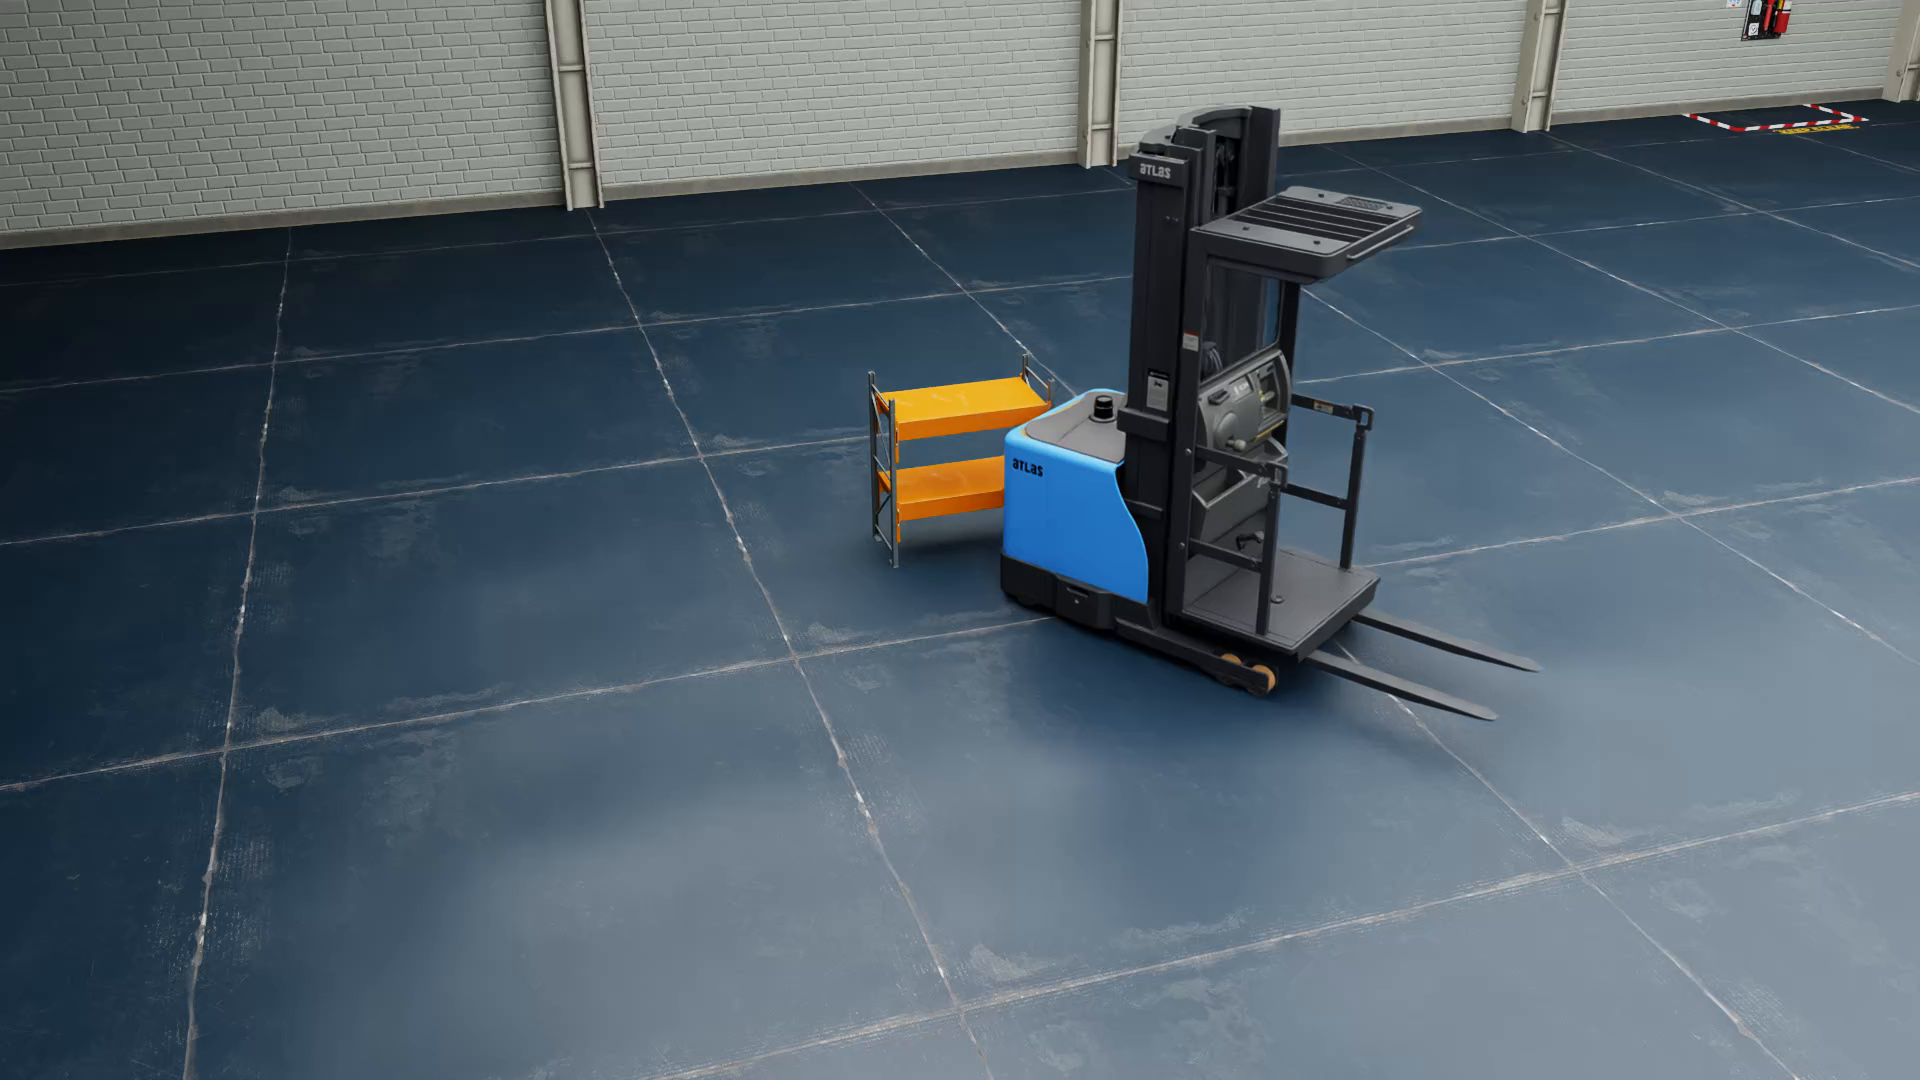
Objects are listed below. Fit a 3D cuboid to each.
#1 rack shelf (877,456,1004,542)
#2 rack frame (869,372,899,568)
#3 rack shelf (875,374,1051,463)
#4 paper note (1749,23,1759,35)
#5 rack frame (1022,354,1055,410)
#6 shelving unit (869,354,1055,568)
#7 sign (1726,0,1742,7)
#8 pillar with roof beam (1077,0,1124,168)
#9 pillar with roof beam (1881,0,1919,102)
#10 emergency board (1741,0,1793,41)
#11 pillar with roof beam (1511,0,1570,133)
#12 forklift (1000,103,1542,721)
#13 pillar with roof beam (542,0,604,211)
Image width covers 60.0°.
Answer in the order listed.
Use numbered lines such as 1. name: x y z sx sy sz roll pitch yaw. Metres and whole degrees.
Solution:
1. rack shelf: 0.006 -0.286 10.610 1.000 0.278 0.538 -8 28 -16
2. rack frame: -0.477 -0.435 10.361 0.032 1.125 0.500 -8 28 -16
3. rack shelf: 0.006 -0.767 10.372 1.000 0.278 0.538 -8 28 -16
4. paper note: 10.480 -6.744 21.951 0.142 0.148 0.016 -8 28 -16
5. rack frame: 0.490 -0.575 10.643 0.032 1.125 0.500 -8 28 -16
6. shelving unit: 0.006 -0.505 10.502 1.048 1.125 0.538 -8 28 -16
7. sign: 10.112 -7.117 21.672 0.234 0.329 0.001 -8 28 -16
8. pillar with roof beam: 2.954 -6.672 14.069 0.400 9.000 9.100 -8 28 -16
9. pillar with roof beam: 14.364 -8.324 17.398 0.400 9.000 9.100 -8 28 -16
10. emergency board: 10.669 -7.133 21.745 0.643 1.169 0.194 -8 28 -16
11. pillar with roof beam: 8.659 -7.498 15.734 0.400 9.000 9.100 -8 28 -16
12. forklift: 1.714 -0.732 8.928 3.031 2.935 1.130 19 32 34
13. pillar with roof beam: -2.751 -5.846 12.405 0.400 9.000 9.100 -8 28 -16
